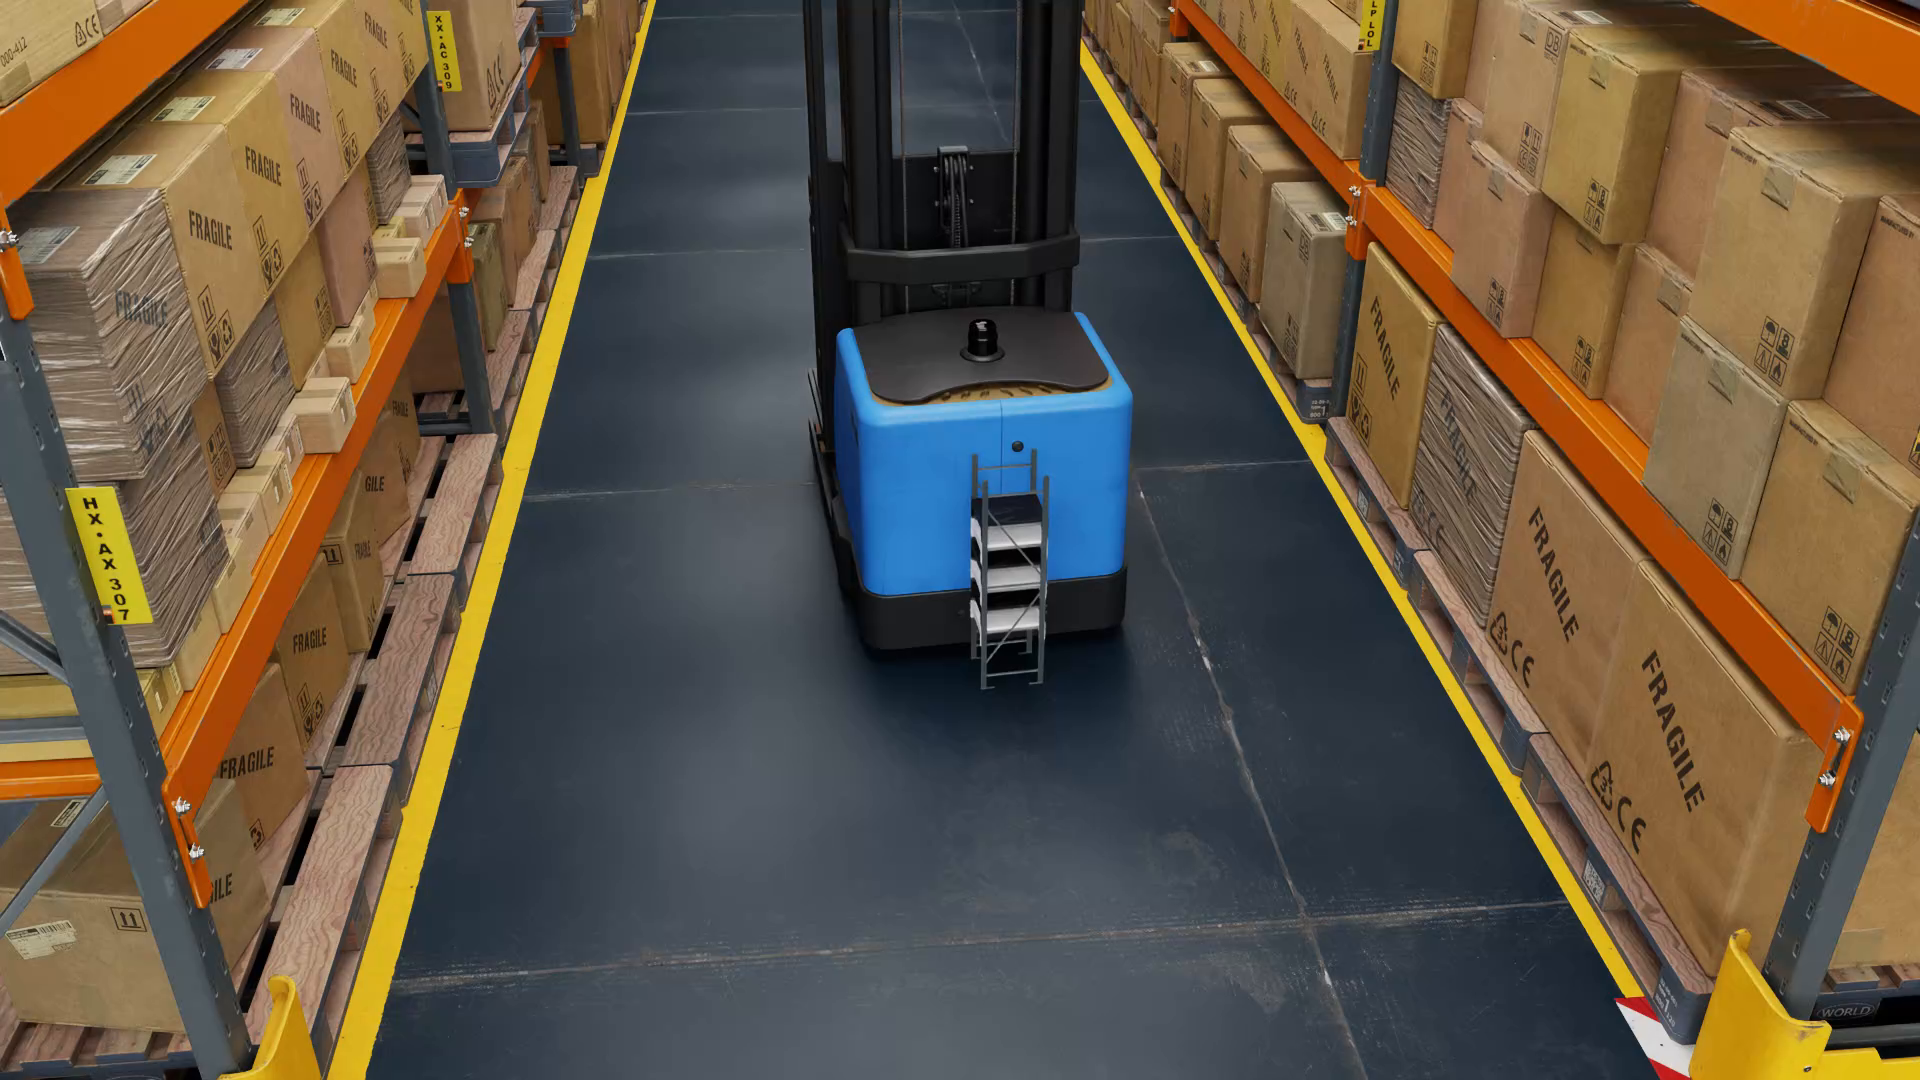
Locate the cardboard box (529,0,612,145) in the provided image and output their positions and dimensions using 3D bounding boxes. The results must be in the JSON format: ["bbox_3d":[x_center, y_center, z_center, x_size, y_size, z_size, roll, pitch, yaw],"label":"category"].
[{"bbox_3d":[-3.083,-3.273,11.466,1.225,0.875,0.875,-4,31,-7],"label":"cardboard box"}]

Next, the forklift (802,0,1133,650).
[{"bbox_3d":[-0.109,-1.576,7.030,1.130,2.935,3.031,-5,31,-9],"label":"forklift"}]

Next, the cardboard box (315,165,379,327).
[{"bbox_3d":[-2.526,-1.039,5.677,0.875,0.500,0.500,-3,31,-5],"label":"cardboard box"}]

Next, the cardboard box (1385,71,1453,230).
[{"bbox_3d":[2.329,-1.671,6.977,0.875,0.550,0.550,-3,31,-5],"label":"cardboard box"}]

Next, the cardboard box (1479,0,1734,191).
[{"bbox_3d":[2.363,-1.575,5.763,0.875,0.550,0.550,-3,31,-5],"label":"cardboard box"}]

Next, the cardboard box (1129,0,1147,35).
[{"bbox_3d":[1.525,-3.860,12.084,0.500,0.250,0.500,-2,31,-4],"label":"cardboard box"}]

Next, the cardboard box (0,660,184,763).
[{"bbox_3d":[-2.081,0.384,3.926,0.380,0.149,0.250,-3,31,-5],"label":"cardboard box"}]

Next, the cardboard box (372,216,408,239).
[{"bbox_3d":[-2.375,-1.147,6.490,0.380,0.149,0.250,-3,31,-5],"label":"cardboard box"}]

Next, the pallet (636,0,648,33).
[{"bbox_3d":[-3.406,-4.888,15.228,1.003,0.211,1.213,-3,31,-5],"label":"pallet"}]

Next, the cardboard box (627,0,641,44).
[{"bbox_3d":[-3.333,-4.636,13.748,1.225,0.875,0.875,-3,31,-4],"label":"cardboard box"}]

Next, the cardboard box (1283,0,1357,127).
[{"bbox_3d":[1.920,-2.349,8.161,0.500,0.500,0.500,-3,31,-5],"label":"cardboard box"}]

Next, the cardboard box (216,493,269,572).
[{"bbox_3d":[-2.138,0.001,4.569,0.380,0.149,0.250,-3,31,-5],"label":"cardboard box"}]

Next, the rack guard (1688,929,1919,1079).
[{"bbox_3d":[2.658,1.333,4.531,1.175,0.500,0.348,-3,31,-5],"label":"rack guard"}]

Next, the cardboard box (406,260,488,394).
[{"bbox_3d":[-2.702,-1.039,8.073,0.700,0.500,0.500,-5,31,-8],"label":"cardboard box"}]

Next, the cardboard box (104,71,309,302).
[{"bbox_3d":[-2.160,-0.971,4.588,0.500,0.500,0.500,-3,31,-5],"label":"cardboard box"}]

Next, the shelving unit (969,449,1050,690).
[{"bbox_3d":[0.180,0.118,6.175,0.258,0.900,0.210,-5,31,-9],"label":"shelving unit"}]

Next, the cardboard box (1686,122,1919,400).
[{"bbox_3d":[2.517,-0.748,4.378,0.875,0.550,0.550,-3,31,-5],"label":"cardboard box"}]

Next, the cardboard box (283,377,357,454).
[{"bbox_3d":[-2.125,-0.386,5.216,0.380,0.149,0.250,-3,31,-5],"label":"cardboard box"}]

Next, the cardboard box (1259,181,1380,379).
[{"bbox_3d":[2.135,-1.322,8.322,1.050,0.750,0.750,-3,31,-5],"label":"cardboard box"}]

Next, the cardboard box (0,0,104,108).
[{"bbox_3d":[-2.080,-1.048,3.301,0.500,0.250,0.500,-2,31,-3],"label":"cardboard box"}]

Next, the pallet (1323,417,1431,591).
[{"bbox_3d":[2.275,-0.206,7.389,1.003,0.211,1.213,-3,31,-5],"label":"pallet"}]

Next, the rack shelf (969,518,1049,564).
[{"bbox_3d":[0.180,-0.008,6.100,0.258,0.077,0.200,-5,31,-9],"label":"rack shelf"}]

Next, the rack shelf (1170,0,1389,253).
[{"bbox_3d":[2.095,-2.507,9.224,1.077,0.370,4.000,-3,31,-5],"label":"rack shelf"}]

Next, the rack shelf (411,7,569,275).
[{"bbox_3d":[-2.852,-2.321,8.912,1.077,0.370,4.000,-3,31,-5],"label":"rack shelf"}]

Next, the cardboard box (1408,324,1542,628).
[{"bbox_3d":[2.359,-0.279,6.454,0.875,0.875,0.875,-3,31,-4],"label":"cardboard box"}]

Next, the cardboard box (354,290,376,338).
[{"bbox_3d":[-2.285,-0.765,5.850,0.380,0.149,0.250,-3,31,-5],"label":"cardboard box"}]

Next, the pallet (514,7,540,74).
[{"bbox_3d":[-2.814,-2.560,8.798,1.003,0.211,1.213,-3,31,-5],"label":"pallet"}]

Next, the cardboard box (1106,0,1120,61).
[{"bbox_3d":[1.453,-4.060,13.150,0.500,0.500,0.500,-2,31,-4],"label":"cardboard box"}]

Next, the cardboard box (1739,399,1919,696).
[{"bbox_3d":[2.576,-0.004,4.186,0.875,0.550,0.550,-3,31,-5],"label":"cardboard box"}]

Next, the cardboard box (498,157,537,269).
[{"bbox_3d":[-2.832,-1.854,9.437,0.700,0.500,0.500,0,31,0],"label":"cardboard box"}]

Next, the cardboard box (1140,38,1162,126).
[{"bbox_3d":[1.587,-3.268,11.824,0.500,0.500,0.500,-3,31,-5],"label":"cardboard box"}]

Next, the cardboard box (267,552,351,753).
[{"bbox_3d":[-2.463,0.383,5.713,0.500,0.500,0.500,0,31,0],"label":"cardboard box"}]

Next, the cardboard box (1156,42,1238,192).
[{"bbox_3d":[1.876,-2.736,10.690,1.050,0.750,0.750,-3,31,-5],"label":"cardboard box"}]

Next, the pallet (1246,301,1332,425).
[{"bbox_3d":[2.135,-0.988,8.698,1.003,0.211,1.213,-3,31,-5],"label":"pallet"}]

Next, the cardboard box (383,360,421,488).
[{"bbox_3d":[-2.668,-0.510,7.207,0.500,0.500,0.500,-4,31,-6],"label":"cardboard box"}]

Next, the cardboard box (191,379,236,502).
[{"bbox_3d":[-2.482,-0.269,4.387,0.875,0.500,0.500,-3,31,-5],"label":"cardboard box"}]

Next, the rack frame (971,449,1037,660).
[{"bbox_3d":[0.162,0.067,6.261,0.240,0.900,0.006,-5,31,-9],"label":"rack frame"}]

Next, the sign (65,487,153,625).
[{"bbox_3d":[-1.752,0.036,3.421,0.100,0.325,0.005,-3,31,-5],"label":"sign"}]

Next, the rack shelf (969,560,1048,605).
[{"bbox_3d":[0.180,0.147,6.192,0.258,0.077,0.200,-5,31,-9],"label":"rack shelf"}]

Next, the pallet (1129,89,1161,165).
[{"bbox_3d":[1.837,-3.039,12.132,1.003,0.211,1.213,-3,31,-5],"label":"pallet"}]

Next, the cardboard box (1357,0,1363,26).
[{"bbox_3d":[2.230,-2.520,7.472,0.700,0.500,0.500,-3,31,-5],"label":"cardboard box"}]

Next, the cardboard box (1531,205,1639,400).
[{"bbox_3d":[2.485,-0.845,5.593,0.875,0.550,0.500,-3,31,-5],"label":"cardboard box"}]

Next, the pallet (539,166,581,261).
[{"bbox_3d":[-2.968,-2.055,10.484,1.003,0.211,1.213,-3,31,-5],"label":"pallet"}]

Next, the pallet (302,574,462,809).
[{"bbox_3d":[-2.450,0.554,6.117,1.003,0.211,1.213,-3,31,-5],"label":"pallet"}]

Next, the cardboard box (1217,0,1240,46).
[{"bbox_3d":[1.779,-3.121,9.452,0.500,0.500,0.500,-3,31,-5],"label":"cardboard box"}]

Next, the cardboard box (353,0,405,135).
[{"bbox_3d":[-2.302,-1.737,5.870,0.500,0.500,0.500,-3,31,-5],"label":"cardboard box"}]

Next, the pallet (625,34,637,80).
[{"bbox_3d":[-3.266,-4.106,13.918,1.003,0.211,1.213,-3,31,-5],"label":"pallet"}]

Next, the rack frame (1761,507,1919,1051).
[{"bbox_3d":[2.653,0.247,3.911,0.949,2.616,0.053,-3,31,-5],"label":"rack frame"}]

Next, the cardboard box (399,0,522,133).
[{"bbox_3d":[-2.600,-2.459,7.447,1.000,1.000,1.000,-3,31,-4],"label":"cardboard box"}]

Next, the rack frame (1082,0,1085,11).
[{"bbox_3d":[1.535,-5.879,14.168,1.000,3.000,0.127,-3,31,-5],"label":"rack frame"}]
